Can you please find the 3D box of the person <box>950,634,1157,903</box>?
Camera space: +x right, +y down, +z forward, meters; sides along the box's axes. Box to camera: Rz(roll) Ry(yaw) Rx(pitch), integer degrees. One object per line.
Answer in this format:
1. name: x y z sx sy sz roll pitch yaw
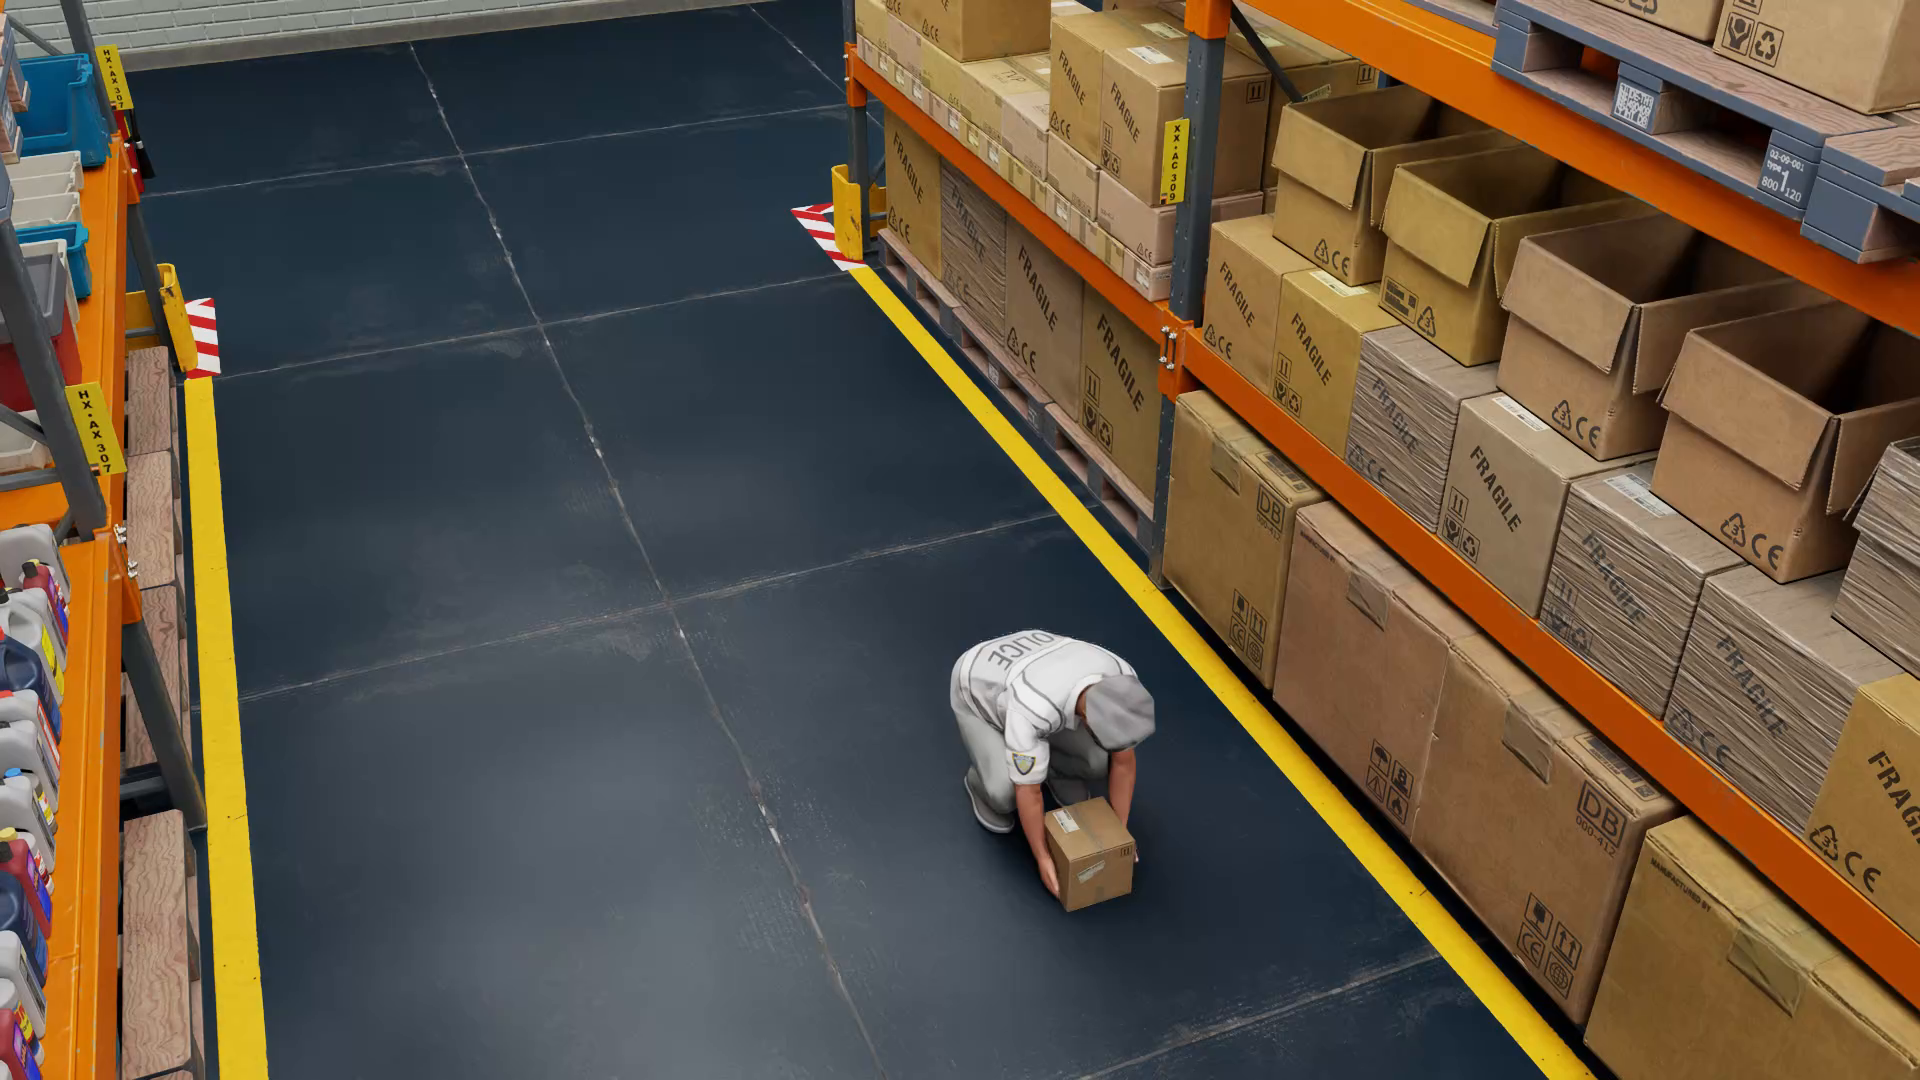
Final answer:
1. person: 0.322 0.728 5.907 0.548 0.903 0.974 -14 36 -20
